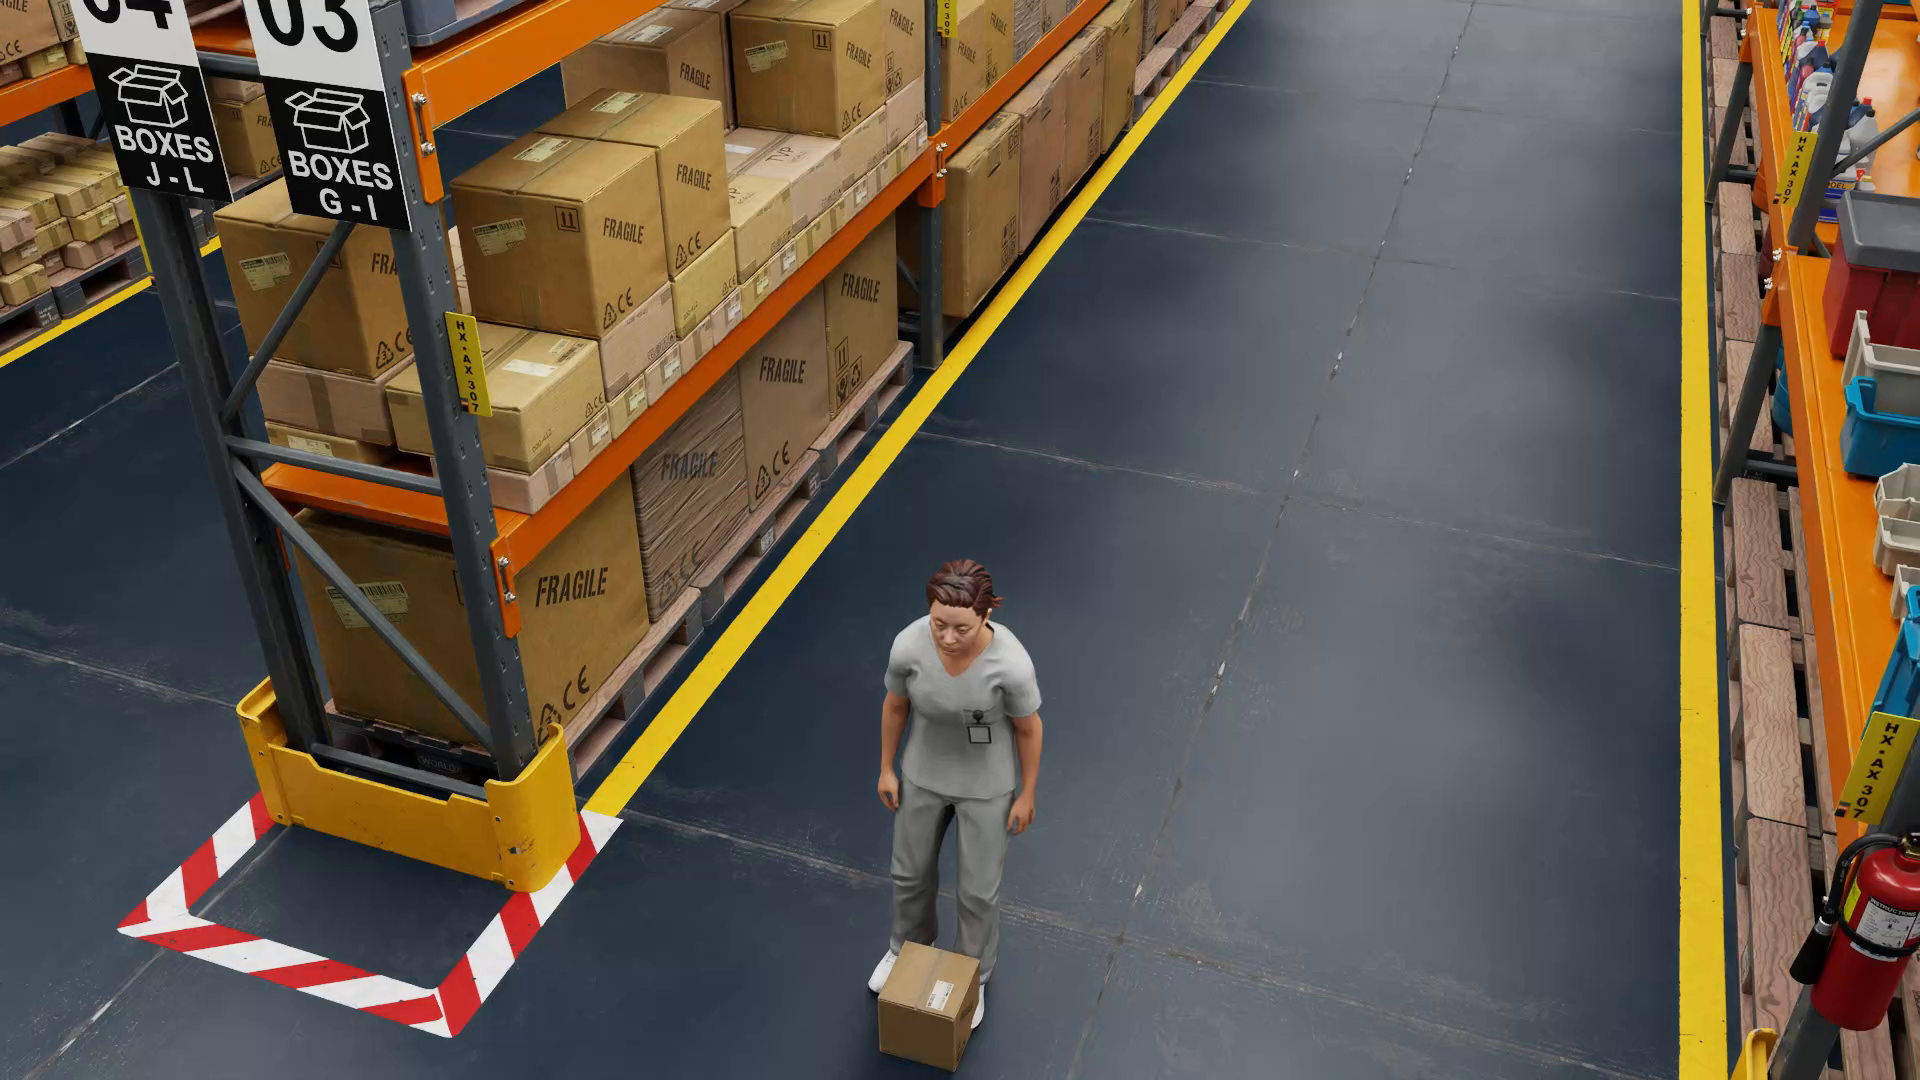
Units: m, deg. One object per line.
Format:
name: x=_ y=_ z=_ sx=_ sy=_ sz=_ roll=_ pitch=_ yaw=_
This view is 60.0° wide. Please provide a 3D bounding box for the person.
person: x=-0.023 y=0.752 z=5.000 sx=0.514 sy=1.672 sz=0.412 roll=9 pitch=34 yaw=14
